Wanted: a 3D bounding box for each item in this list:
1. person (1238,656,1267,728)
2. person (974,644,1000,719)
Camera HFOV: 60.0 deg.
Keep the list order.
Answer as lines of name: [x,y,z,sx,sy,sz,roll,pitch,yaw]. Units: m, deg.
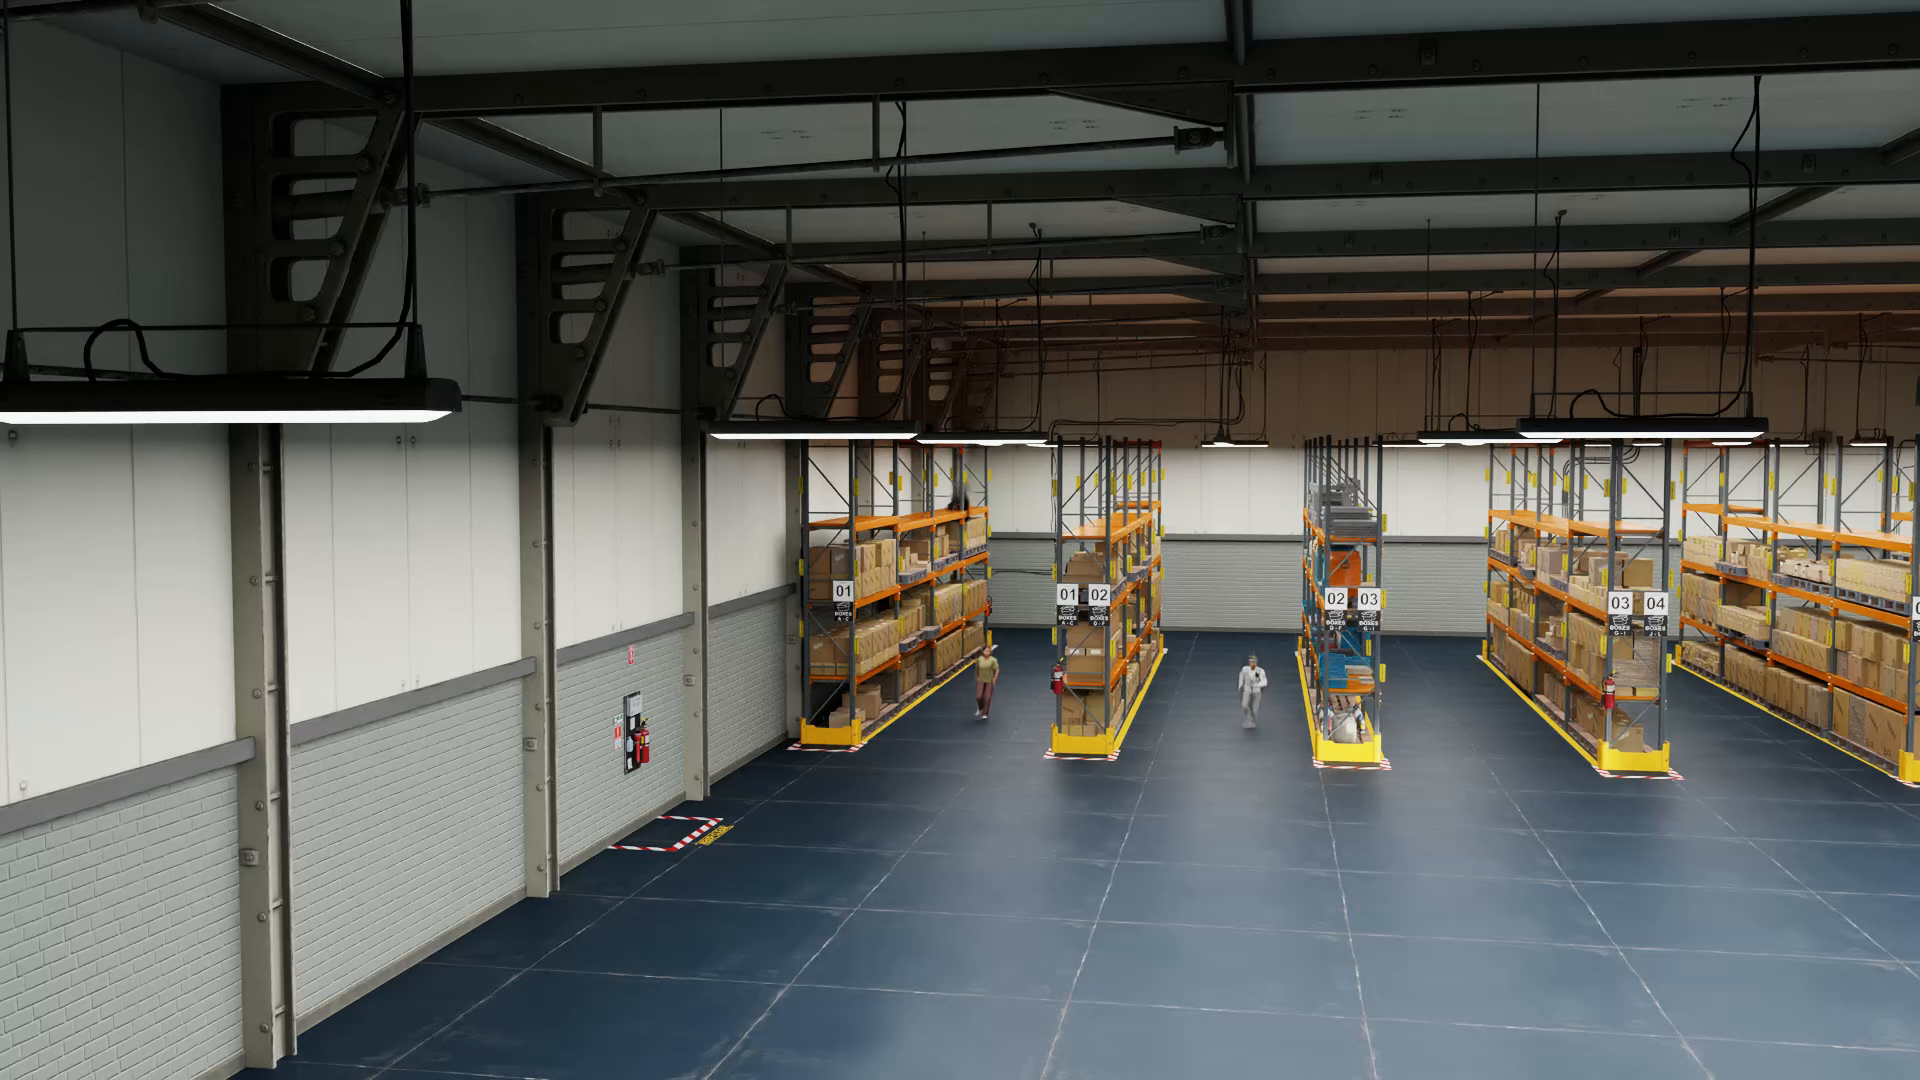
person: [5.972,3.099,33.953,0.620,1.542,0.909,1,3,15]
person: [0.556,3.003,35.150,0.578,1.607,0.720,0,3,7]
